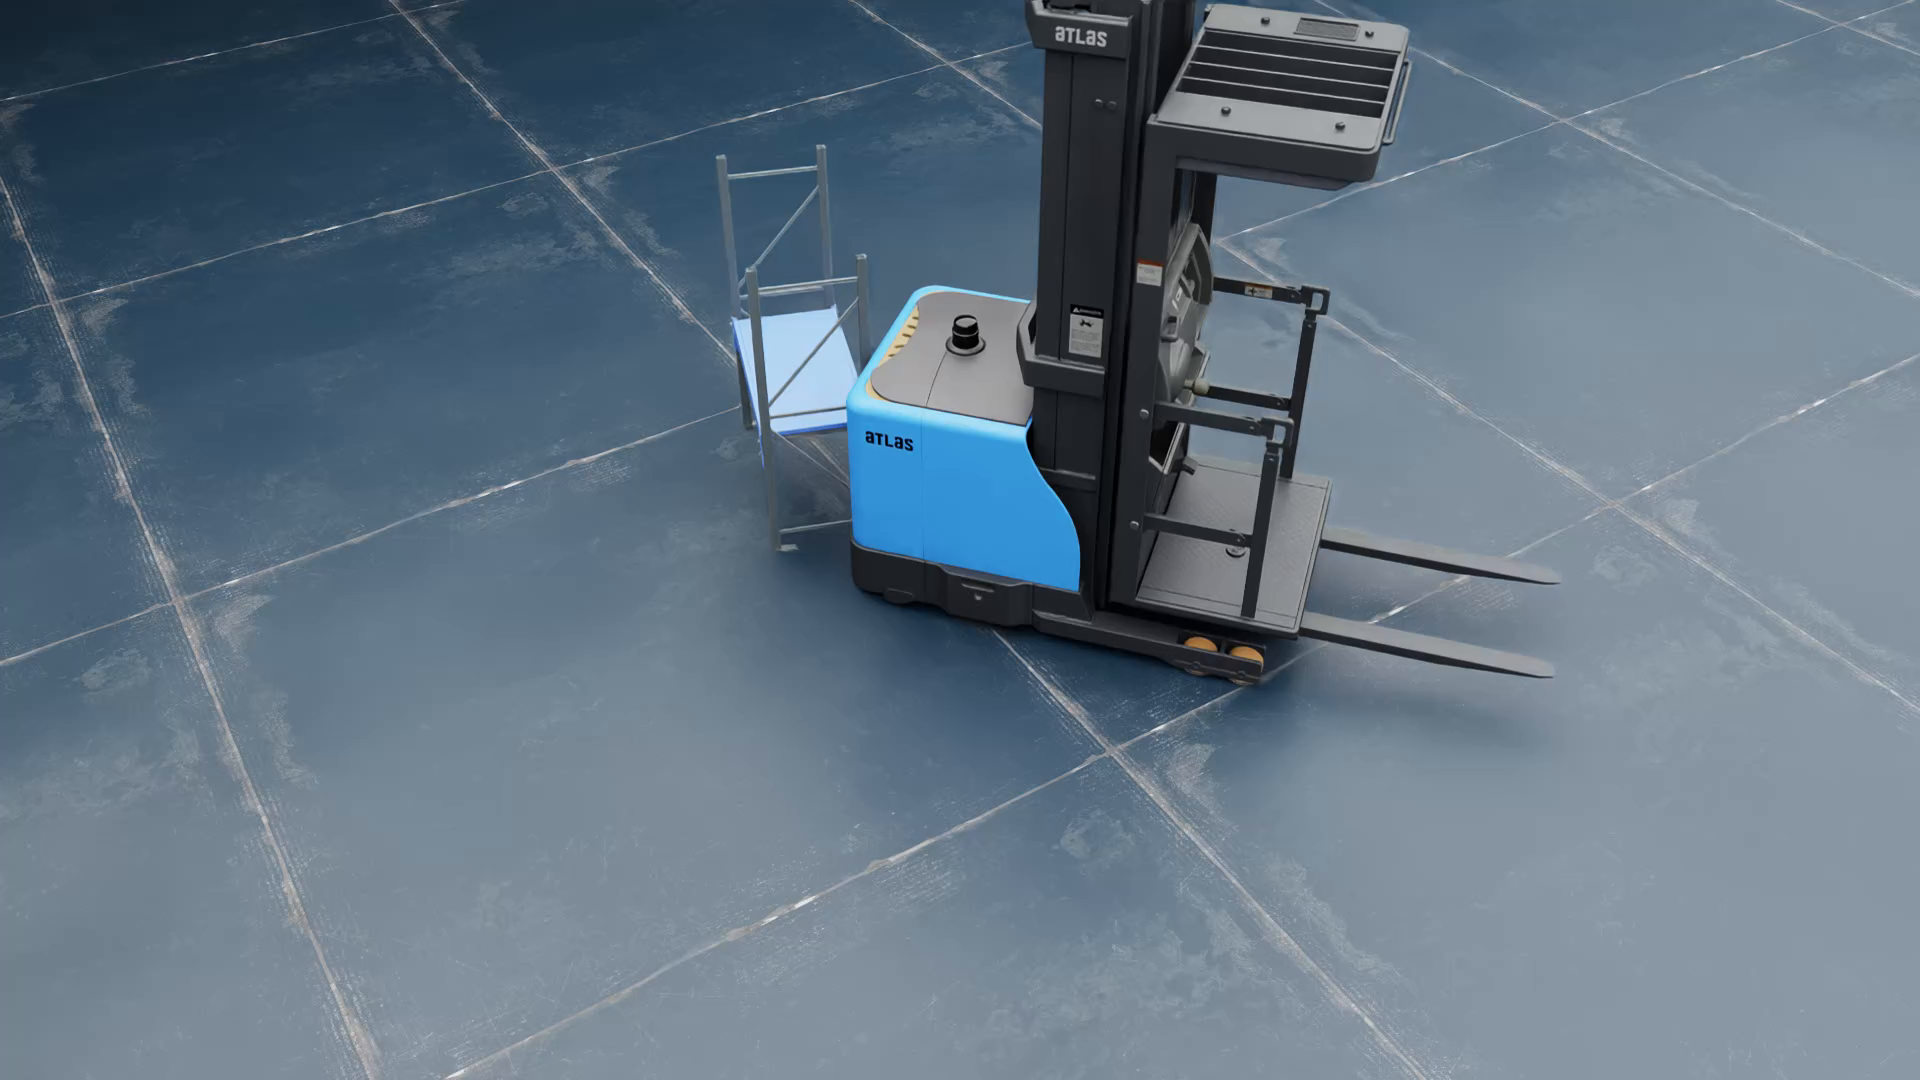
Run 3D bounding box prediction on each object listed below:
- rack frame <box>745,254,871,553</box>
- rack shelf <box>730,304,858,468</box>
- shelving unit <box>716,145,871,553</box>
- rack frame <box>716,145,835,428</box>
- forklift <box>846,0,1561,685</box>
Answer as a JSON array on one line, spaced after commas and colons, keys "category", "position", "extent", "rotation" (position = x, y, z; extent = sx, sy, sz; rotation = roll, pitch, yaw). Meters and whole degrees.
[{"category": "rack frame", "position": [-0.631, -0.563, 7.315], "extent": [0.500, 1.500, 0.032], "rotation": [-9, 41, -10]}, {"category": "rack shelf", "position": [-0.747, -0.742, 7.811], "extent": [0.538, 0.185, 1.000], "rotation": [-9, 41, -10]}, {"category": "shelving unit", "position": [-0.747, -0.880, 7.695], "extent": [0.538, 1.500, 1.048], "rotation": [-9, 41, -10]}, {"category": "rack frame", "position": [-0.863, -1.197, 8.076], "extent": [0.500, 1.500, 0.032], "rotation": [-9, 41, -10]}, {"category": "forklift", "position": [1.088, -0.892, 6.592], "extent": [3.031, 2.935, 1.130], "rotation": [11, 41, 13]}]
